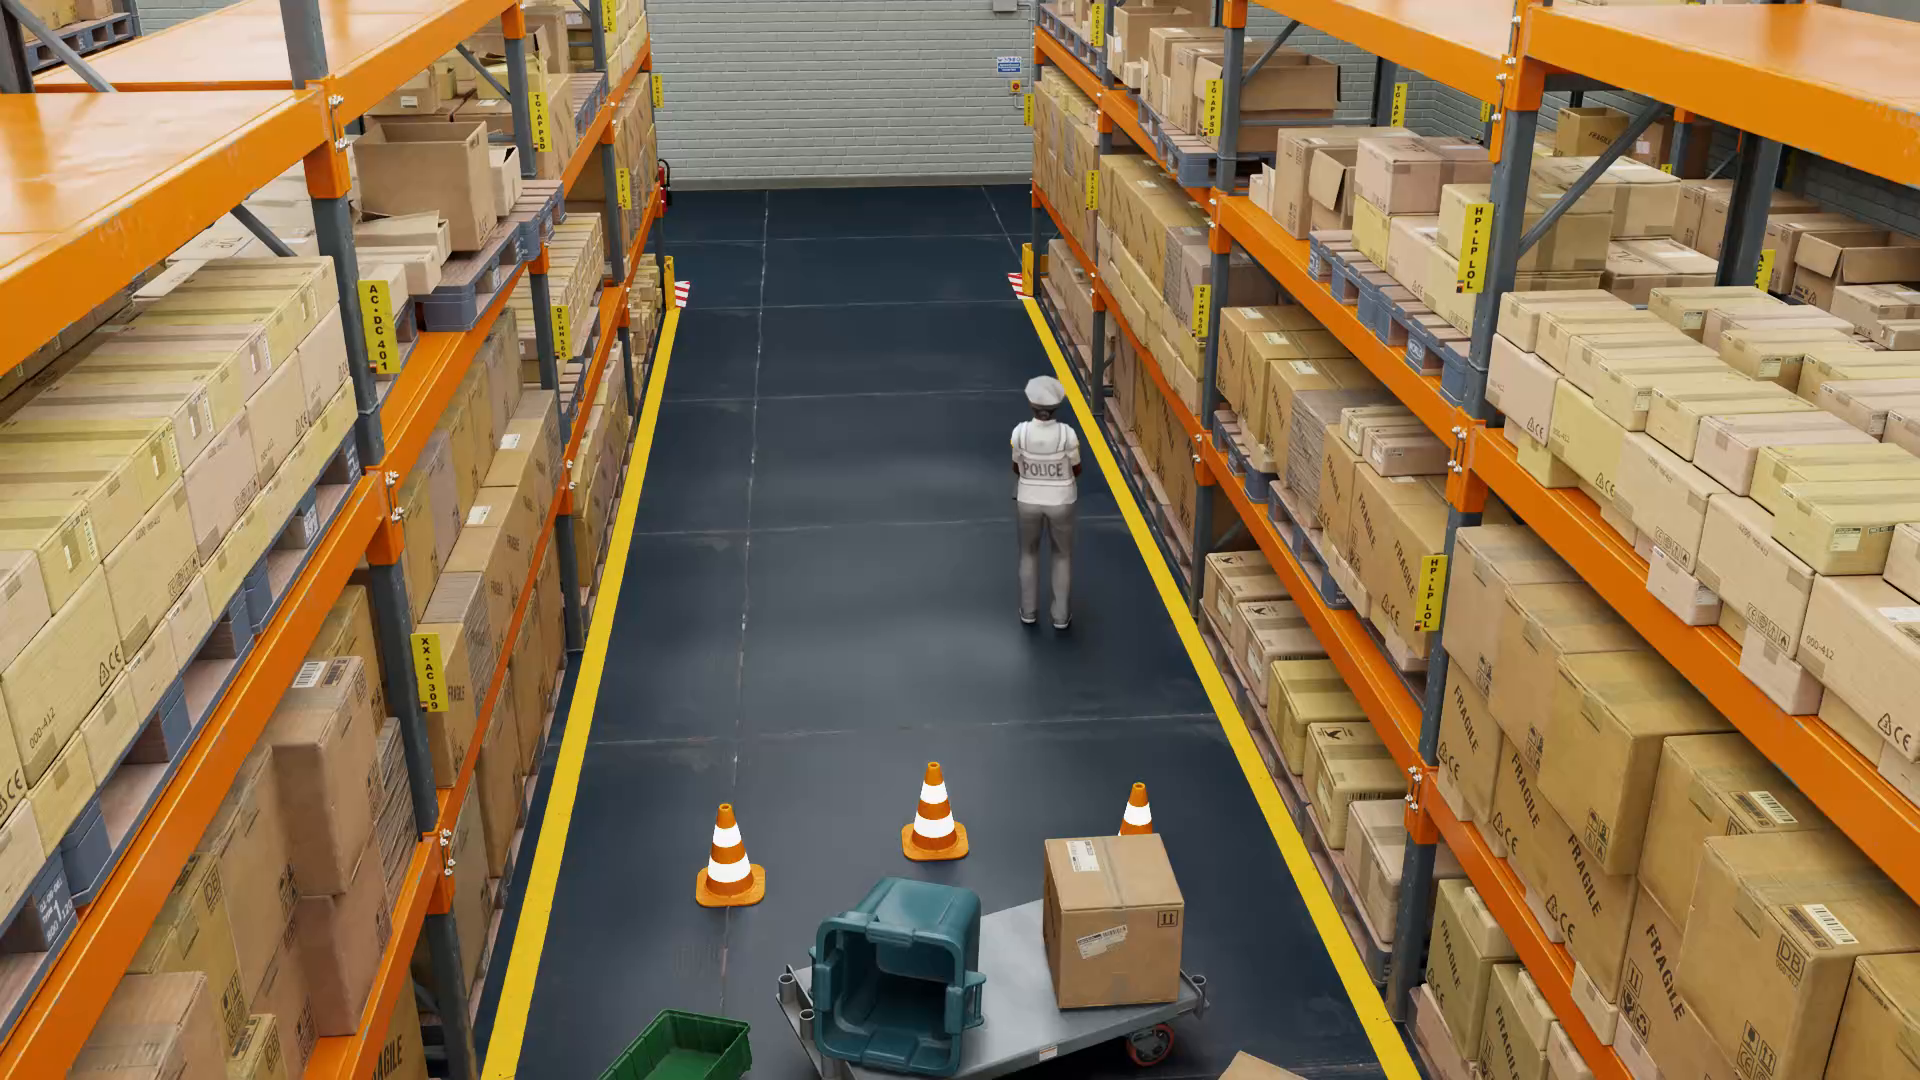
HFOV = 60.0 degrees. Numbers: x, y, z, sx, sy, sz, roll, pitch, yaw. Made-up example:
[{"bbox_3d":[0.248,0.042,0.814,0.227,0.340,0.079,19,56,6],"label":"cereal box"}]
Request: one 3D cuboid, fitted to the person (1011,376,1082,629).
[{"bbox_3d":[0.556,-0.262,10.666,0.451,1.690,0.518,3,24,7],"label":"person"}]
